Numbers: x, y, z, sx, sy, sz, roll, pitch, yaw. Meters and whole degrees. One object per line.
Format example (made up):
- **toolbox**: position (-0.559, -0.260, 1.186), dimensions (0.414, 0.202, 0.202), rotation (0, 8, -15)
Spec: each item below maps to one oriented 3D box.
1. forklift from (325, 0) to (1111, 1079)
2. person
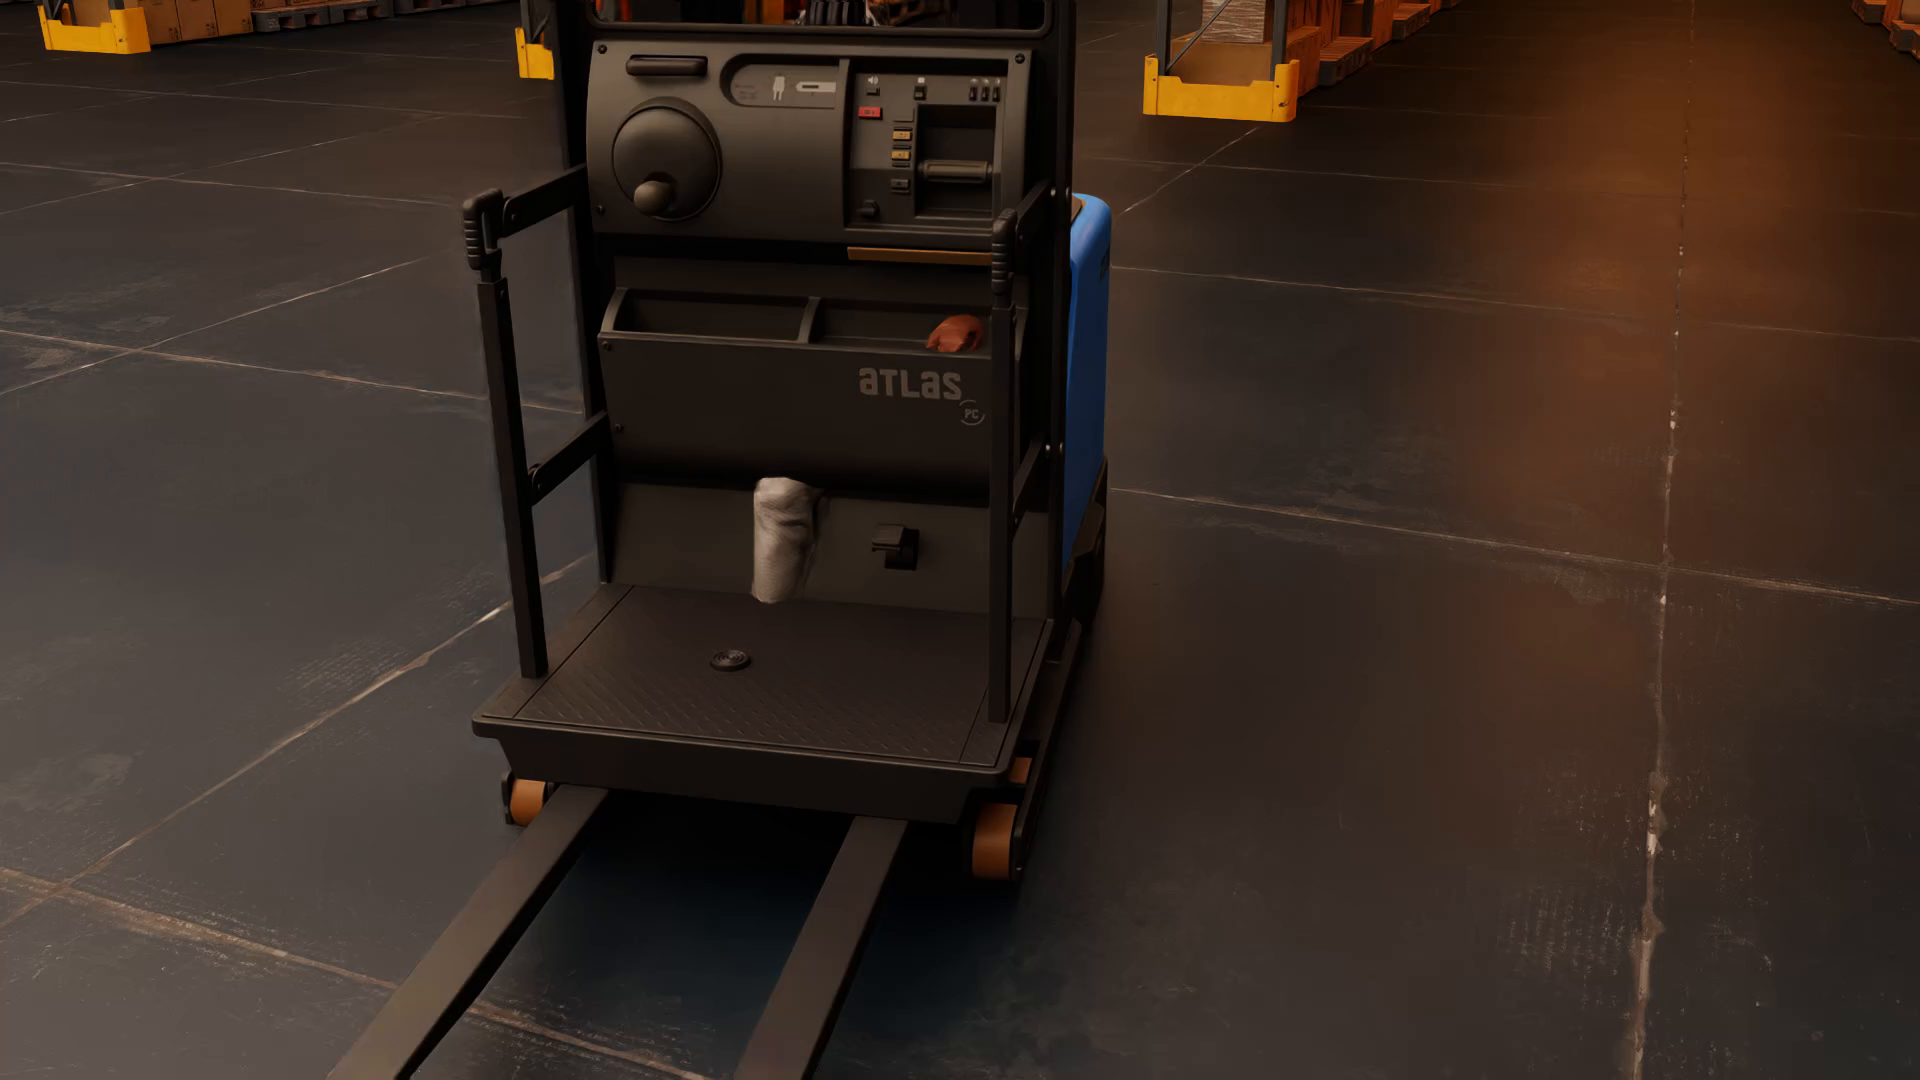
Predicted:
- **forklift**: position (-0.357, -0.804, 3.216), dimensions (1.130, 2.935, 3.031), rotation (4, 23, 10)
- **person**: position (-0.362, -0.481, 3.912), dimensions (0.682, 1.499, 1.078), rotation (-19, 29, -37)
